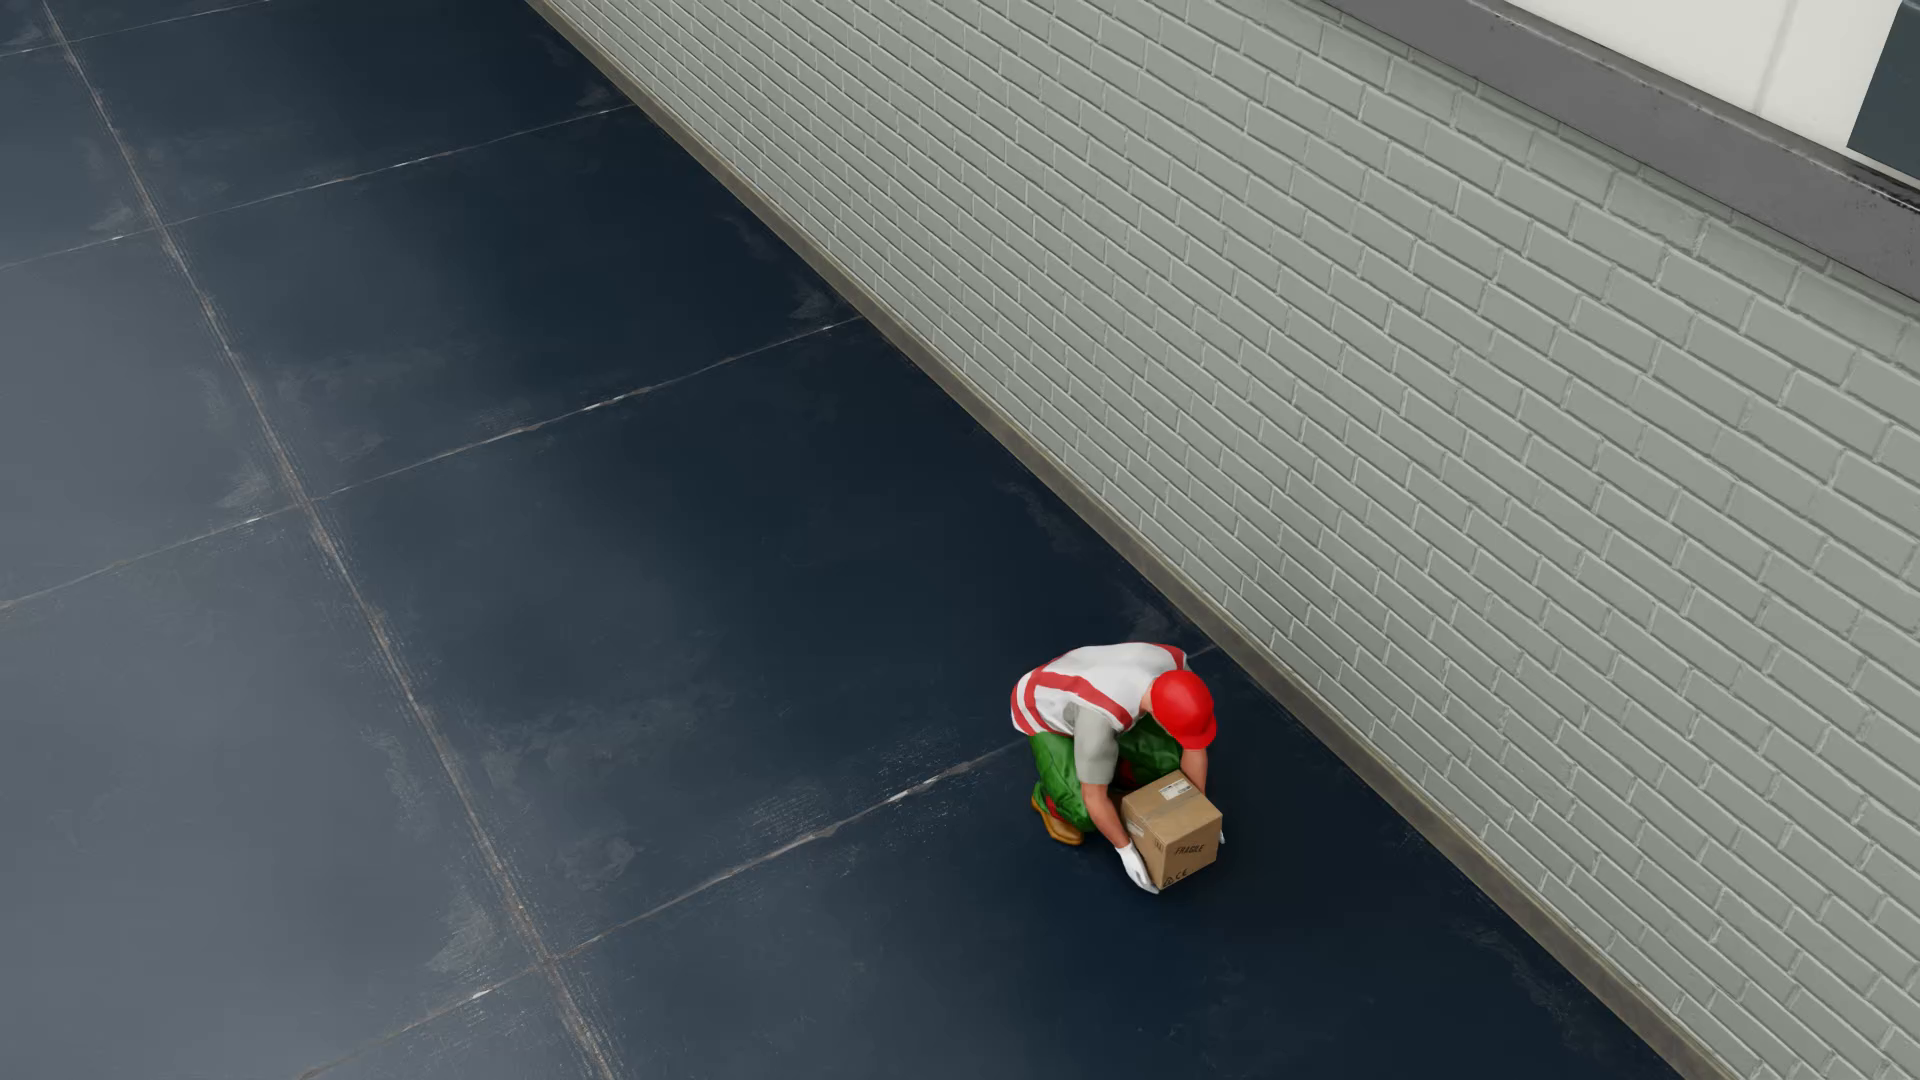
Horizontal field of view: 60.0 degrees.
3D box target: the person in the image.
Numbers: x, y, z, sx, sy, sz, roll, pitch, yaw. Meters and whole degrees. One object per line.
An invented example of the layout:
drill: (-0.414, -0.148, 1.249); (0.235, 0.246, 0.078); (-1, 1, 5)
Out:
person: (0.564, 0.702, 5.934); (0.570, 0.992, 0.871); (-22, 45, -24)
